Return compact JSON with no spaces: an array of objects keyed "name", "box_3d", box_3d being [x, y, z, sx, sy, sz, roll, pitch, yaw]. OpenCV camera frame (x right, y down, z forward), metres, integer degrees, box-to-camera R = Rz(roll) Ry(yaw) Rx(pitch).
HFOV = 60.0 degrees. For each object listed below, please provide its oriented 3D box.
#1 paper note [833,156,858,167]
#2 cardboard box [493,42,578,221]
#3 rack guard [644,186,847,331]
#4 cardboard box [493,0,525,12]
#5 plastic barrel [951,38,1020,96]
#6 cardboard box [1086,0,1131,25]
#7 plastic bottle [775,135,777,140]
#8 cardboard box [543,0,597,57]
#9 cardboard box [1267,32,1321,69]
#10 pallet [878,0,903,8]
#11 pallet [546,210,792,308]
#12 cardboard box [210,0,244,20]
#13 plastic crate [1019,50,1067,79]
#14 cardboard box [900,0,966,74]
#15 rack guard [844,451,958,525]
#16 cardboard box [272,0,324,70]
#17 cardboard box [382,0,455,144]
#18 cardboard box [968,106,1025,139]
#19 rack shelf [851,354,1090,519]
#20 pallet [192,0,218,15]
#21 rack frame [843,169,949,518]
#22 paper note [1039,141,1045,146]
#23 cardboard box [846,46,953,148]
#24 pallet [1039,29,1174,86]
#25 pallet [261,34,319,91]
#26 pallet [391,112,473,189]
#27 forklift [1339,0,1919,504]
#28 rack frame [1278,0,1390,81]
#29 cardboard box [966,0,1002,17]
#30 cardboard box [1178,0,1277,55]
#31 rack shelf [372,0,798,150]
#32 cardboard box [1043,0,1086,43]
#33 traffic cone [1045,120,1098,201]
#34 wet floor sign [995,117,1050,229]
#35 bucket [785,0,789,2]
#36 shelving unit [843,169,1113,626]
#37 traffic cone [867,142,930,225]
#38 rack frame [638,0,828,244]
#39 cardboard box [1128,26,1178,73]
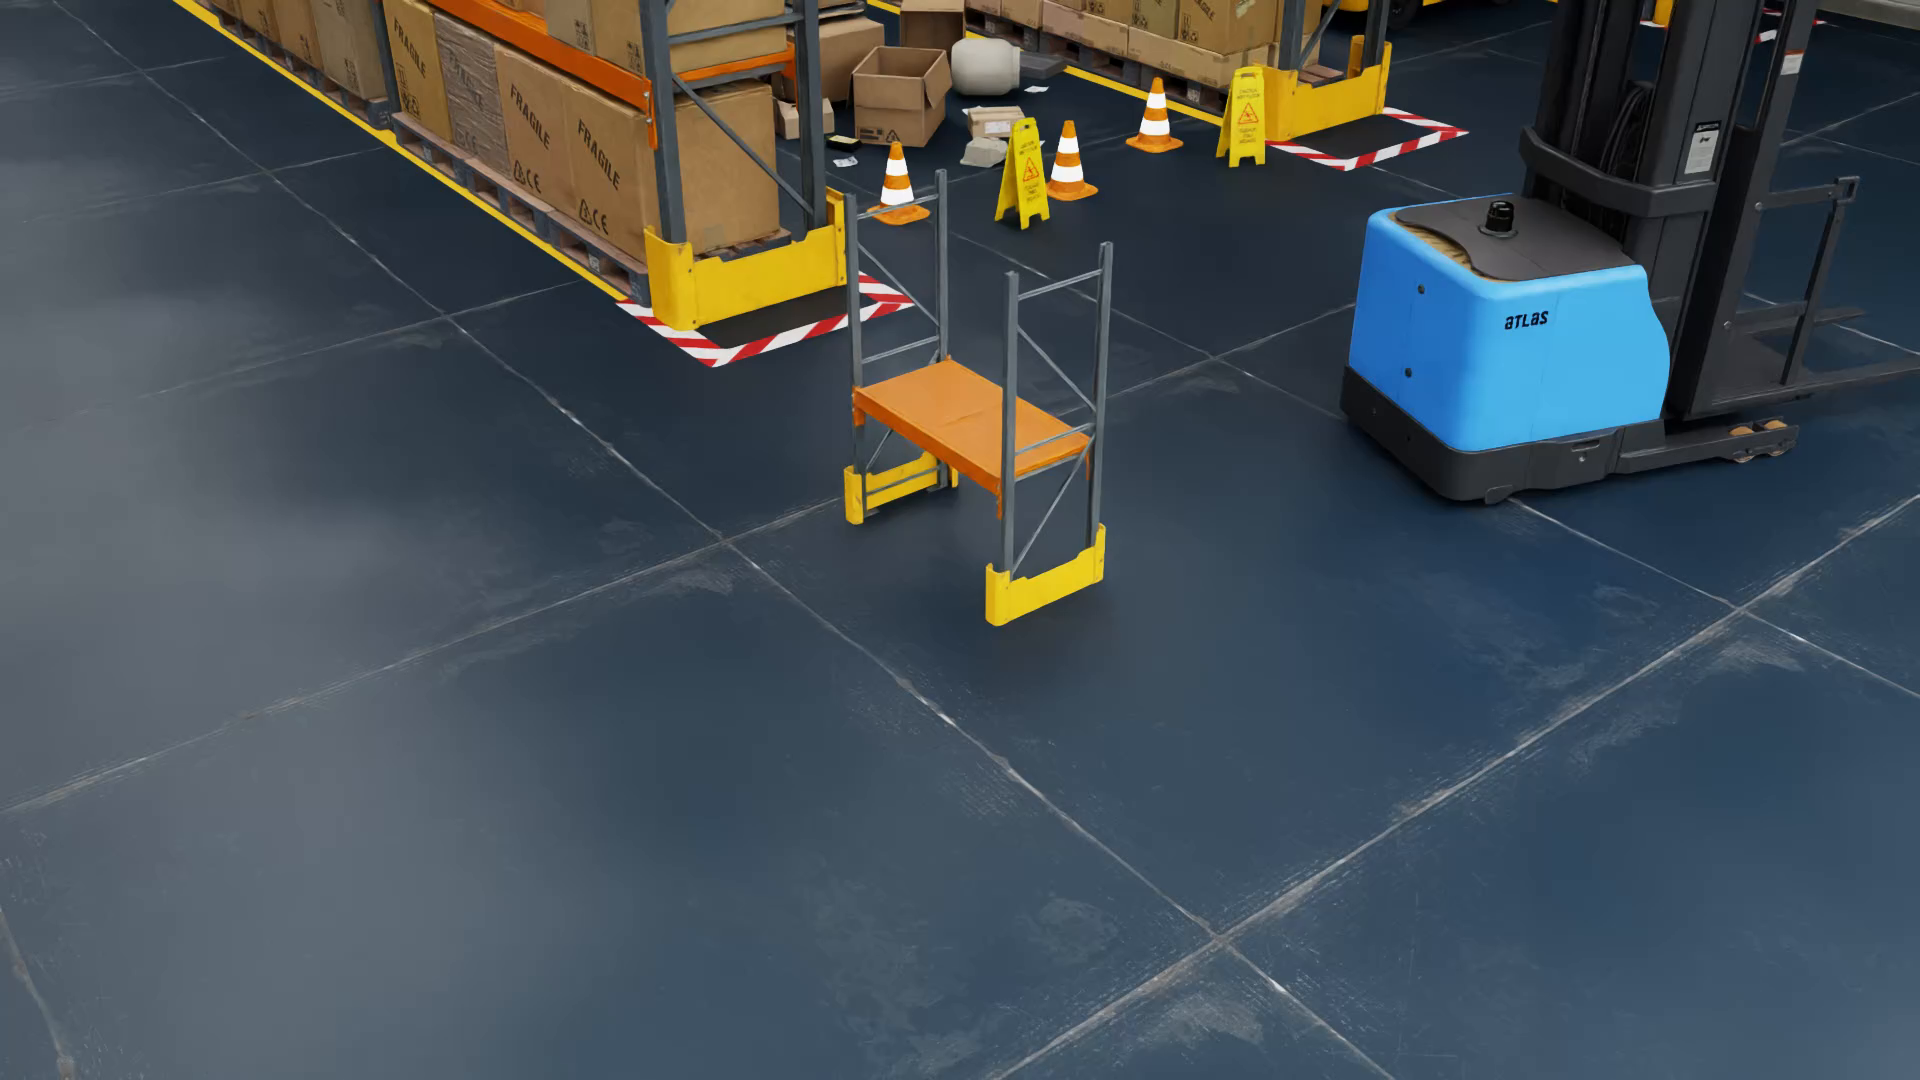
[{"name":"paper note","box_3d":[-0.784,-2.596,11.402,0.144,0.017,0.142,-10,33,-15]},{"name":"cardboard box","box_3d":[-2.199,-2.575,10.169,0.875,0.875,0.875,-23,39,-32]},{"name":"rack guard","box_3d":[-1.175,-1.600,9.353,1.175,0.500,0.348,-22,38,-31]},{"name":"cardboard box","box_3d":[-2.409,-3.579,10.028,0.875,0.550,0.500,-22,38,-31]},{"name":"plastic barrel","box_3d":[0.196,-3.592,12.633,0.512,0.421,0.421,1,32,2]},{"name":"cardboard box","box_3d":[1.335,-4.323,12.865,0.500,0.500,0.500,-23,39,-32]},{"name":"plastic bottle","box_3d":[-1.414,-2.801,11.702,0.133,0.061,0.283,18,36,27]},{"name":"cardboard box","box_3d":[-1.807,-3.098,9.253,0.875,0.550,0.550,-22,38,-31]},{"name":"cardboard box","box_3d":[2.383,-3.752,12.656,0.500,0.250,0.500,-23,38,-32]},{"name":"pallet","box_3d":[-0.273,-5.122,15.297,1.003,0.211,1.213,-22,38,-31]},{"name":"pallet","box_3d":[-1.741,-1.795,9.941,1.003,0.211,1.213,-22,38,-31]},{"name":"cardboard box","box_3d":[-5.793,-4.946,14.105,1.050,0.750,0.750,-23,38,-32]},{"name":"plastic crate","box_3d":[0.521,-3.823,13.329,0.583,0.080,0.402,18,36,27]},{"name":"cardboard box","box_3d":[-0.212,-4.035,13.271,0.500,0.500,0.500,1,32,2]},{"name":"rack guard","box_3d":[-0.259,-0.282,7.467,0.587,0.250,0.087,-22,38,-31]},{"name":"cardboard box","box_3d":[-4.682,-4.195,12.895,1.050,0.750,0.750,-22,38,-31]},{"name":"cardboard box","box_3d":[-3.312,-3.330,11.385,0.875,0.875,0.875,-22,38,-31]},{"name":"cardboard box","box_3d":[0.260,-2.997,11.935,0.380,0.149,0.250,-4,32,-7]},{"name":"rack shelf","box_3d":[0.052,-0.449,6.892,0.538,0.185,1.000,-22,38,-31]},{"name":"pallet","box_3d":[-6.573,-5.148,15.338,1.003,0.211,1.213,-22,38,-31]},{"name":"rack frame","box_3d":[-0.259,-0.813,7.138,0.500,1.500,0.032,-22,38,-31]},{"name":"paper note","box_3d":[0.507,-2.804,11.736,0.142,0.019,0.148,18,36,27]},{"name":"cardboard box","box_3d":[-0.418,-3.168,11.874,0.637,0.503,0.797,6,32,10]},{"name":"pallet","box_3d":[1.398,-4.021,13.524,1.003,0.211,1.213,-22,38,-31]},{"name":"pallet","box_3d":[-4.927,-3.961,13.427,1.003,0.211,1.213,-22,38,-31]},{"name":"pallet","box_3d":[-3.238,-2.812,11.578,1.003,0.211,1.213,-22,38,-31]},{"name":"forklift","box_3d":[3.436,-1.864,7.473,3.031,2.935,1.130,-10,33,-16]},{"name":"rack frame","box_3d":[2.659,-4.316,11.356,1.000,3.000,0.127,-22,38,-31]},{"name":"cardboard box","box_3d":[0.355,-4.660,14.118,0.500,0.250,0.500,-24,39,-33]},{"name":"cardboard box","box_3d":[1.962,-3.894,12.174,0.500,0.500,0.500,-22,38,-31]},{"name":"rack shelf","box_3d":[-2.416,-3.200,10.241,1.077,0.370,4.000,-22,38,-31]},{"name":"cardboard box","box_3d":[1.018,-4.221,13.411,0.500,0.250,0.500,-23,38,-32]},{"name":"traffic cone","box_3d":[0.708,-2.499,10.835,0.336,0.463,0.334,-22,38,-31]},{"name":"wet floor sign","box_3d":[0.393,-2.301,10.342,0.232,0.644,0.267,26,40,35]},{"name":"bucket","box_3d":[-1.738,-4.284,12.966,0.726,0.611,0.620,-10,23,-15]},{"name":"shelving unit","box_3d":[0.047,-0.605,6.803,0.587,1.500,1.083,-22,38,-31]},{"name":"traffic cone","box_3d":[-0.393,-2.275,10.475,0.336,0.463,0.334,-22,38,-31]},{"name":"rack frame","box_3d":[-1.189,-2.672,8.709,1.000,3.000,0.127,-22,38,-31]},{"name":"cardboard box","box_3d":[1.639,-3.794,12.724,0.500,0.250,0.500,-22,38,-31]}]
